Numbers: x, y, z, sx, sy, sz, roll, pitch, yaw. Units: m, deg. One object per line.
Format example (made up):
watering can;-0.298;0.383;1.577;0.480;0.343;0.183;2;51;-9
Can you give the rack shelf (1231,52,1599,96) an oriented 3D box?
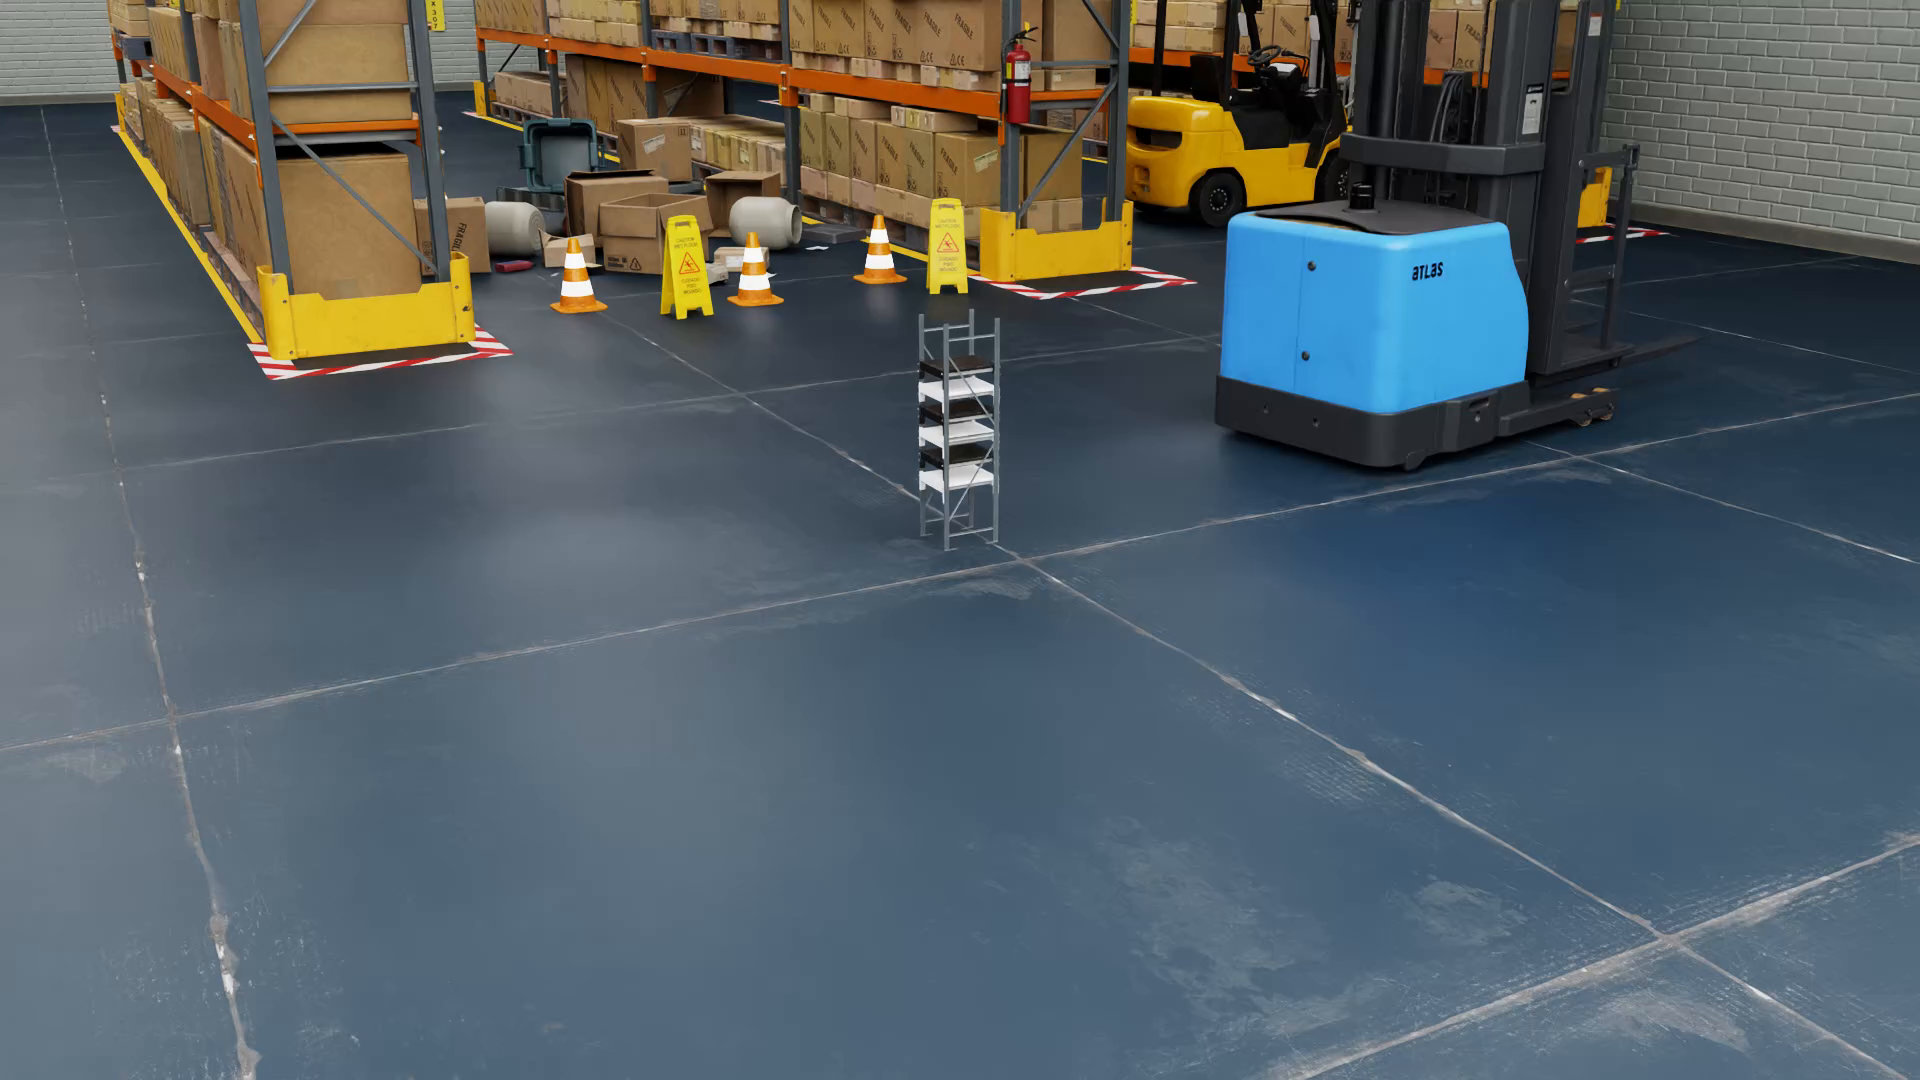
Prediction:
rack shelf;4.175;-4.401;15.890;1.077;0.370;4.000;-10;21;-27

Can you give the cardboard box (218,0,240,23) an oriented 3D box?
cardboard box;-4.035;-3.439;10.113;0.875;0.550;0.550;-10;21;-27

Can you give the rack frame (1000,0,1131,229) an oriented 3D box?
rack frame;0.758;-3.397;11.877;1.000;3.000;0.127;-10;21;-27

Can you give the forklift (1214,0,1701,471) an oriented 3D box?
forklift;2.700;-2.067;8.128;3.031;2.935;1.130;-15;24;-36

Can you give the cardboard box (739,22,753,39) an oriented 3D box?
cardboard box;-1.893;-4.877;15.907;0.380;0.149;0.250;-10;22;-28

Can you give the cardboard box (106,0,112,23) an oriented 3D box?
cardboard box;-11.178;-7.211;22.320;0.500;0.500;0.500;-9;21;-24

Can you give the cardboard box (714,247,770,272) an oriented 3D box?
cardboard box;-1.642;-2.112;12.525;0.380;0.149;0.250;1;19;2

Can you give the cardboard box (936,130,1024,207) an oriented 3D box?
cardboard box;0.148;-2.840;12.684;0.500;0.500;0.500;-10;21;-26

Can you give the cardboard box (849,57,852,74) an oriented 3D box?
cardboard box;-0.715;-4.002;14.017;0.380;0.149;0.250;-10;21;-27

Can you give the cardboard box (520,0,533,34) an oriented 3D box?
cardboard box;-5.635;-7.129;22.541;0.500;0.500;0.500;-11;22;-28

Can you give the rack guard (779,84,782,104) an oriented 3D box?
rack guard;-2.437;-7.557;27.764;1.175;0.500;0.348;-10;21;-27

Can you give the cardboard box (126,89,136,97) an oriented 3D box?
cardboard box;-10.556;-5.749;21.507;0.380;0.149;0.250;-10;21;-26

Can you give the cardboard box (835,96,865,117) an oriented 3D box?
cardboard box;-0.847;-3.701;14.187;0.380;0.149;0.250;-9;21;-25

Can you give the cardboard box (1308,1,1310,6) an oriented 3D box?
cardboard box;3.592;-5.234;16.054;0.380;0.149;0.250;-10;22;-27

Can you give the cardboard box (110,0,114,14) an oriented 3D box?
cardboard box;-9.342;-6.008;18.729;0.380;0.149;0.250;-10;22;-28

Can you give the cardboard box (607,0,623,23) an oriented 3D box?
cardboard box;-3.742;-6.105;19.189;0.500;0.250;0.500;-11;22;-28

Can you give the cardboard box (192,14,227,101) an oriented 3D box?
cardboard box;-4.831;-3.389;11.623;0.875;0.550;0.550;-10;21;-27

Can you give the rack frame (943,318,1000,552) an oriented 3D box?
rack frame;0.044;-0.399;6.407;0.240;0.900;0.006;-10;21;-27

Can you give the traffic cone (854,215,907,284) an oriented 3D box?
traffic cone;-0.582;-2.121;12.070;0.336;0.463;0.334;-10;21;-27

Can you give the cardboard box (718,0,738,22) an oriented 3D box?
cardboard box;-2.039;-5.320;16.197;0.500;0.500;0.500;-9;21;-25

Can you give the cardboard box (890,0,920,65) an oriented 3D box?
cardboard box;-0.211;-3.987;12.977;0.500;0.500;0.500;-10;21;-27

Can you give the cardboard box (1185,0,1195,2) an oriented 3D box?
cardboard box;2.659;-5.882;17.932;0.380;0.149;0.250;-10;21;-27

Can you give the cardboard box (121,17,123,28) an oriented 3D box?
cardboard box;-8.593;-5.417;17.473;0.380;0.149;0.250;-9;21;-25

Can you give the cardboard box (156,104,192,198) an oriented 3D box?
cardboard box;-6.721;-3.594;15.252;1.050;0.750;0.750;-10;21;-26

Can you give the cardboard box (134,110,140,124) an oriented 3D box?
cardboard box;-9.818;-5.154;20.241;0.380;0.149;0.250;-11;22;-29

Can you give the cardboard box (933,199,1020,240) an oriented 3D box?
cardboard box;0.126;-2.493;12.829;0.500;0.250;0.500;-10;21;-27

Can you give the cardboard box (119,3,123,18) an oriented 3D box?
cardboard box;-8.475;-5.485;17.213;0.380;0.149;0.250;-10;21;-27

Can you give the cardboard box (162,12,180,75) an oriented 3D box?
cardboard box;-6.413;-4.195;14.038;0.500;0.500;0.500;-10;21;-26

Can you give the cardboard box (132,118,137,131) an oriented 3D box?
cardboard box;-10.227;-5.254;20.985;0.380;0.149;0.250;-10;21;-27

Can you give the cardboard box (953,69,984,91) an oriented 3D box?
cardboard box;0.174;-3.408;12.294;0.380;0.149;0.250;-10;22;-27

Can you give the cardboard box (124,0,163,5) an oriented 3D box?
cardboard box;-7.986;-5.328;16.304;0.380;0.149;0.250;-11;22;-29

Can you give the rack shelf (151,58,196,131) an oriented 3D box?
rack shelf;-6.400;-3.984;14.680;1.077;0.370;4.000;-10;21;-27

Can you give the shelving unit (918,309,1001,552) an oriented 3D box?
shelving unit;-0.004;-0.428;6.491;0.258;0.900;0.210;-10;21;-27

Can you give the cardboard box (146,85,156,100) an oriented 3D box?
cardboard box;-8.382;-4.716;17.740;0.500;0.250;0.500;-9;21;-25

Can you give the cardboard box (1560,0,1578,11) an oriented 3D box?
cardboard box;5.191;-4.658;14.385;0.380;0.149;0.250;-11;22;-28

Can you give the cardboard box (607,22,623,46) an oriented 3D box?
cardboard box;-3.766;-5.872;19.279;0.500;0.250;0.500;-10;21;-26

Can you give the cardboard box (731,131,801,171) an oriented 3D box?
cardboard box;-1.737;-3.858;16.597;0.950;0.372;0.625;-9;21;-23

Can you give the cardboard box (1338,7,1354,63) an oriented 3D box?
cardboard box;3.929;-4.755;15.659;0.500;0.500;0.500;-10;21;-26

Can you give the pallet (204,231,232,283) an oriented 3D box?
pallet;-5.158;-2.201;12.686;1.003;0.211;1.213;-10;21;-27

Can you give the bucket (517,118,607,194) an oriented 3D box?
bucket;-3.357;-3.239;14.107;0.726;0.611;0.620;-3;9;-8

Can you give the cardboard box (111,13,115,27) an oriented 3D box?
cardboard box;-9.467;-5.941;18.993;0.380;0.149;0.250;-11;22;-29

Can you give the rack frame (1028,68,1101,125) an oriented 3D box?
rack frame;1.325;-6.463;20.764;1.000;3.000;0.127;-10;21;-27

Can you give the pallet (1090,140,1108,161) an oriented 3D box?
pallet;2.257;-4.553;19.503;1.003;0.211;1.213;-10;21;-27

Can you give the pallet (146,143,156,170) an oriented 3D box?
pallet;-8.878;-4.505;19.362;1.003;0.211;1.213;-10;21;-27

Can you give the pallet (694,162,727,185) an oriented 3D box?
pallet;-2.096;-3.801;17.323;1.003;0.211;1.213;-10;21;-27

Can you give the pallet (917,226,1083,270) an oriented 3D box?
pallet;0.367;-2.339;13.087;1.003;0.211;1.213;-10;21;-27

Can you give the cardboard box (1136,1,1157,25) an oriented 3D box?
cardboard box;2.278;-5.876;18.526;0.500;0.250;0.500;-10;21;-26

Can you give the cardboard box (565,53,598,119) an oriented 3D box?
cardboard box;-4.576;-5.870;21.659;0.875;0.875;0.875;-9;21;-25

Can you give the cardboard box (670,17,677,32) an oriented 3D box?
cardboard box;-2.856;-5.479;17.653;0.380;0.149;0.250;-12;22;-30

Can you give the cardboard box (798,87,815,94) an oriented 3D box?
cardboard box;-2.267;-7.588;27.207;0.797;0.503;0.637;-11;22;-29

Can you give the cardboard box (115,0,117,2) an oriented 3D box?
cardboard box;-8.852;-5.852;17.820;0.380;0.149;0.250;-9;21;-25
